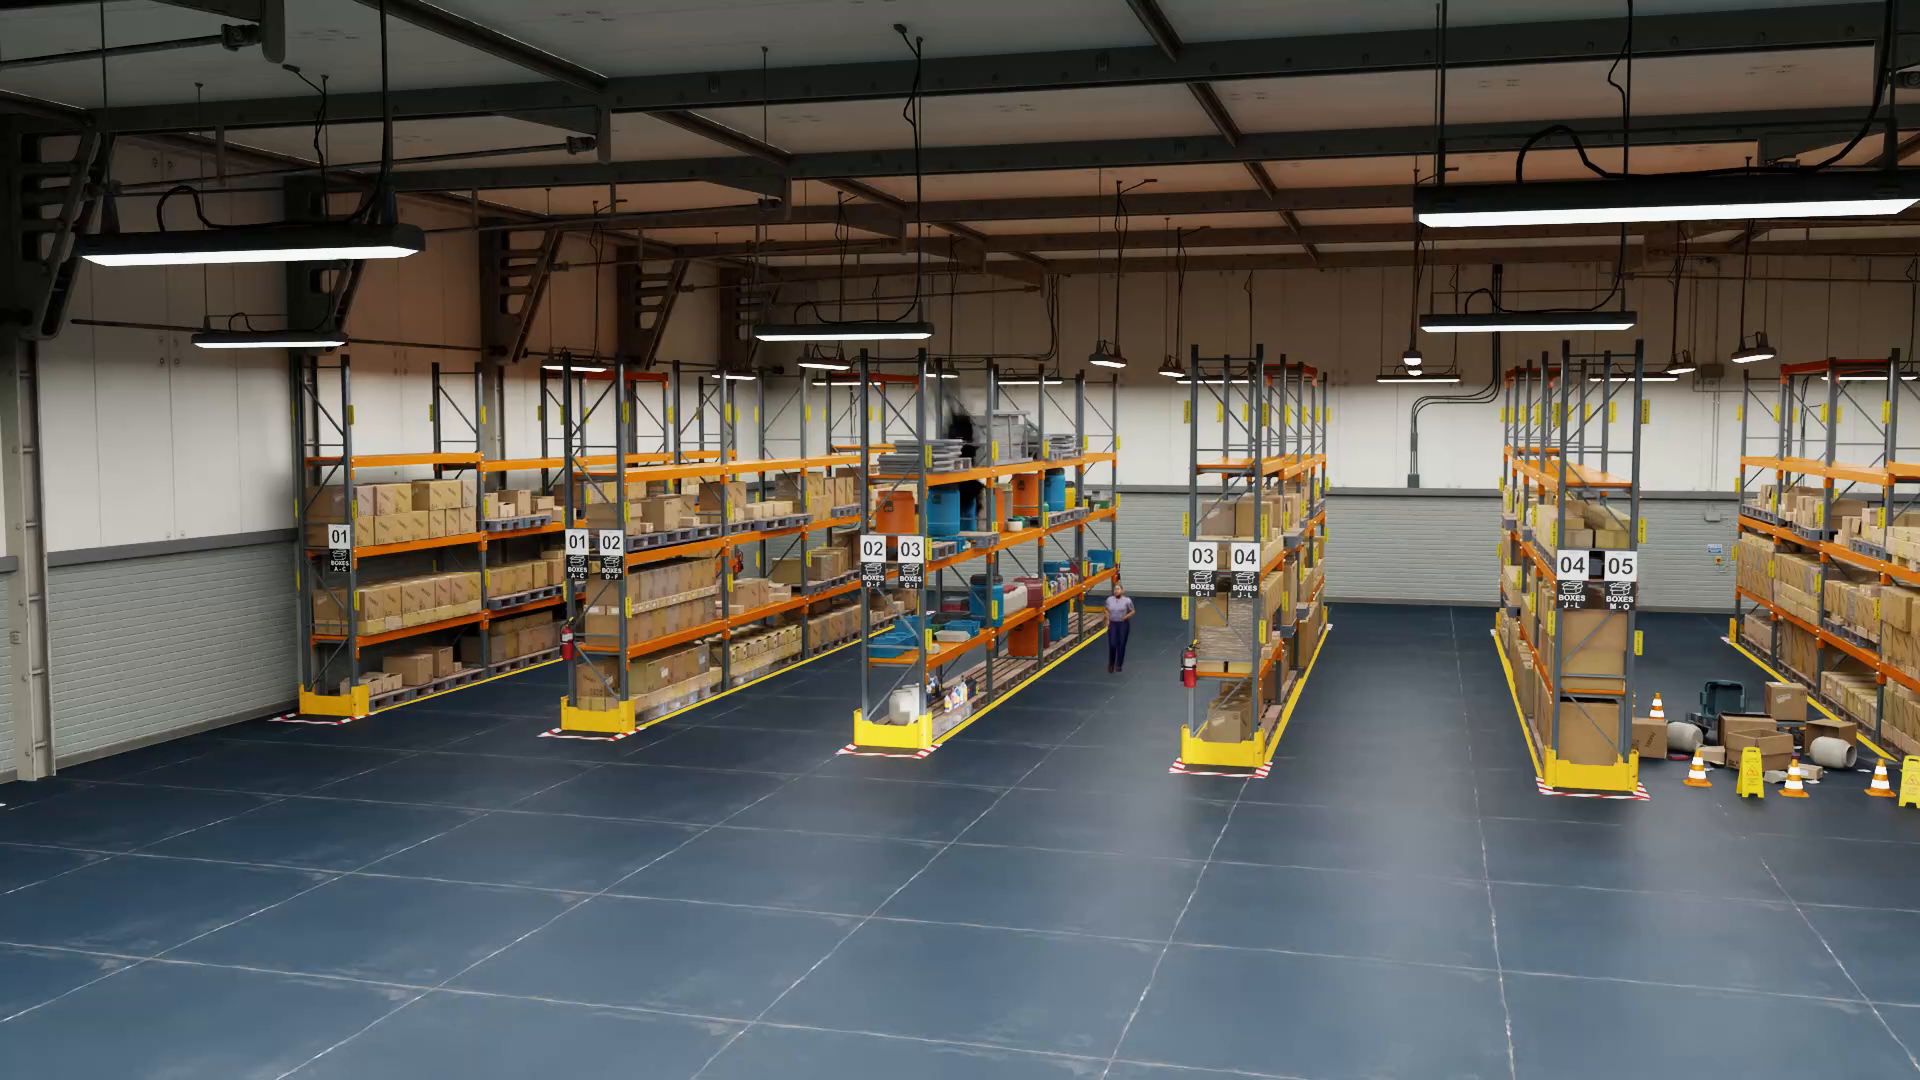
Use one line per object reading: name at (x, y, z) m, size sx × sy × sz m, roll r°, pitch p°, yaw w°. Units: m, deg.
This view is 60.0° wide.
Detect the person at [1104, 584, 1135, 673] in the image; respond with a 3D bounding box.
person at (2.915, 1.641, 30.554) m, size 0.586 × 1.671 × 0.583 m, roll 1°, pitch 4°, yaw 10°
